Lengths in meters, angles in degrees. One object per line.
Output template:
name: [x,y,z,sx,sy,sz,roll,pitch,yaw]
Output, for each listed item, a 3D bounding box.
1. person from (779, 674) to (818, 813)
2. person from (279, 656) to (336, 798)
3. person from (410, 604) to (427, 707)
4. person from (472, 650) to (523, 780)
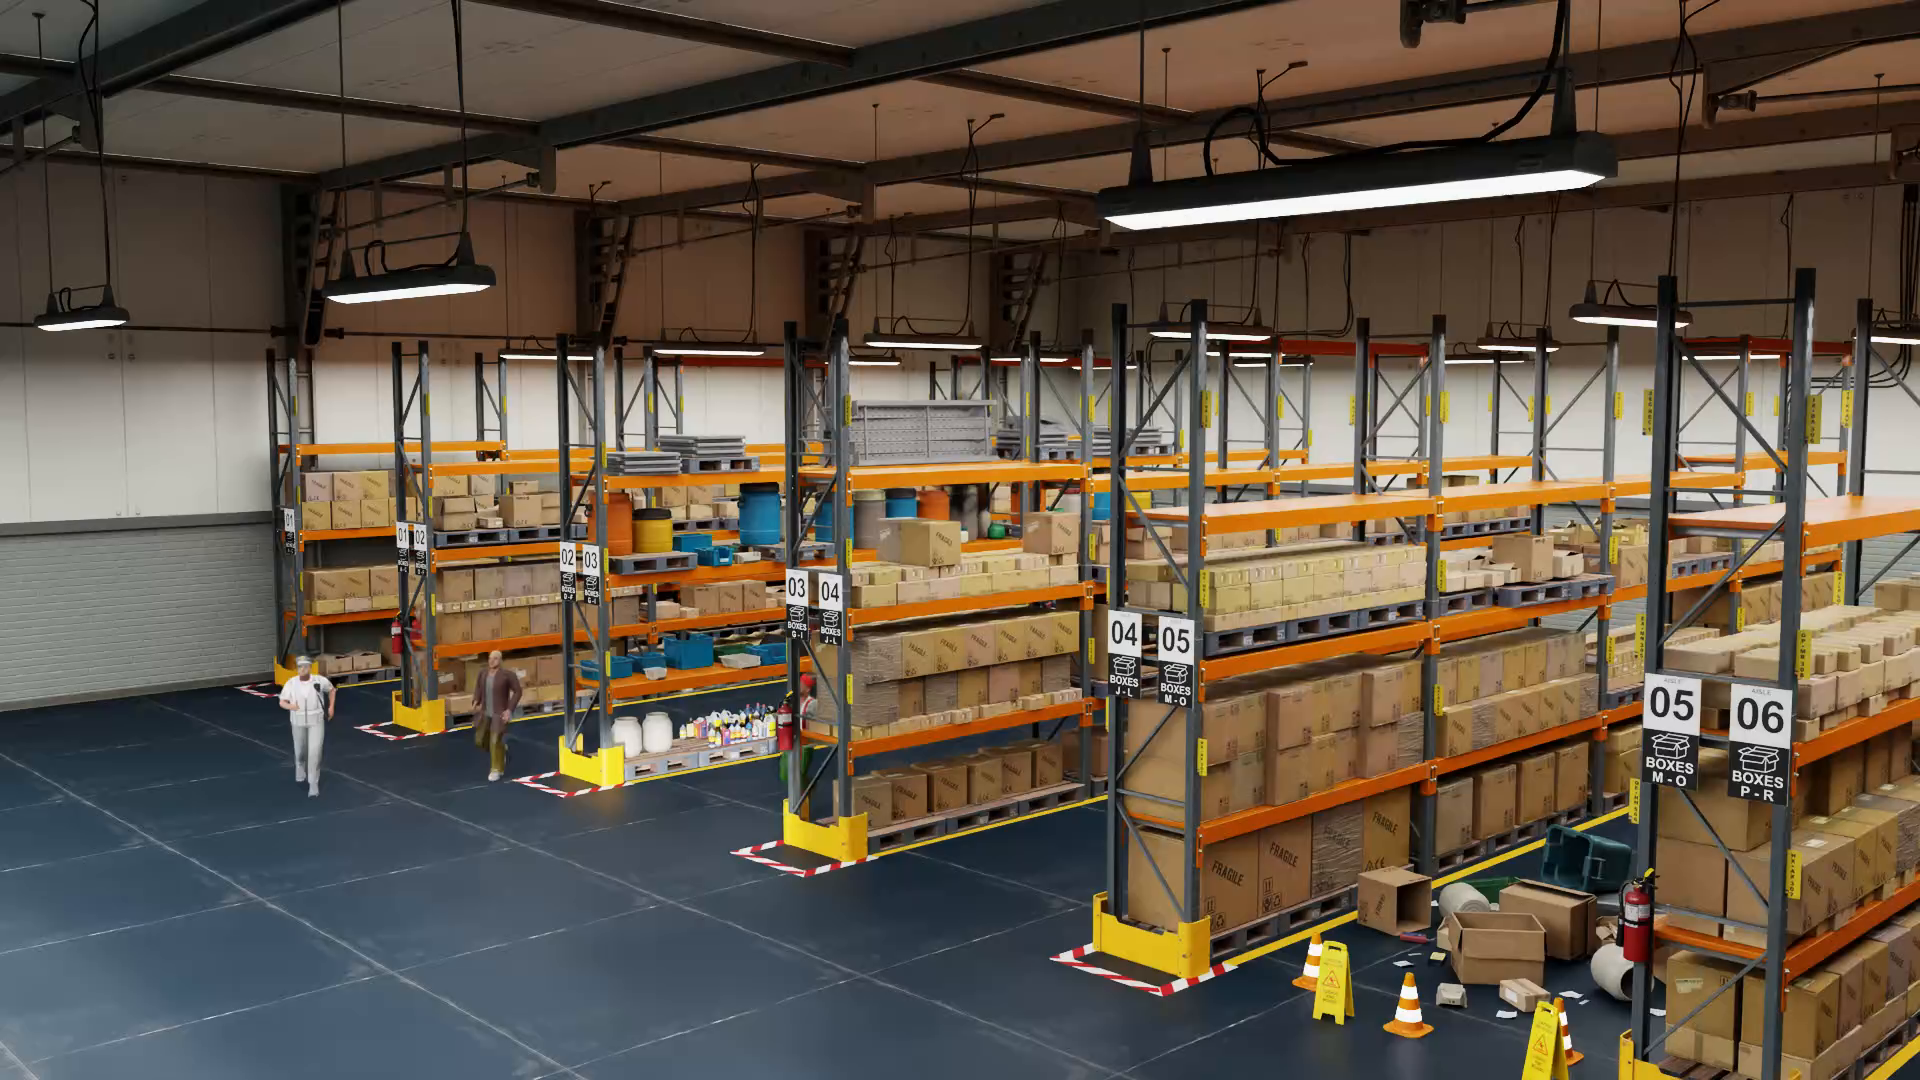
person: [-1.956,2.521,20.518,0.652,1.736,0.612,4,7,42]
person: [-8.547,2.393,21.811,0.672,1.814,0.983,-1,5,-16]
person: [-8.924,1.928,27.631,0.663,1.720,0.901,4,6,37]
person: [-6.298,2.359,22.535,0.744,1.745,0.578,2,5,19]
